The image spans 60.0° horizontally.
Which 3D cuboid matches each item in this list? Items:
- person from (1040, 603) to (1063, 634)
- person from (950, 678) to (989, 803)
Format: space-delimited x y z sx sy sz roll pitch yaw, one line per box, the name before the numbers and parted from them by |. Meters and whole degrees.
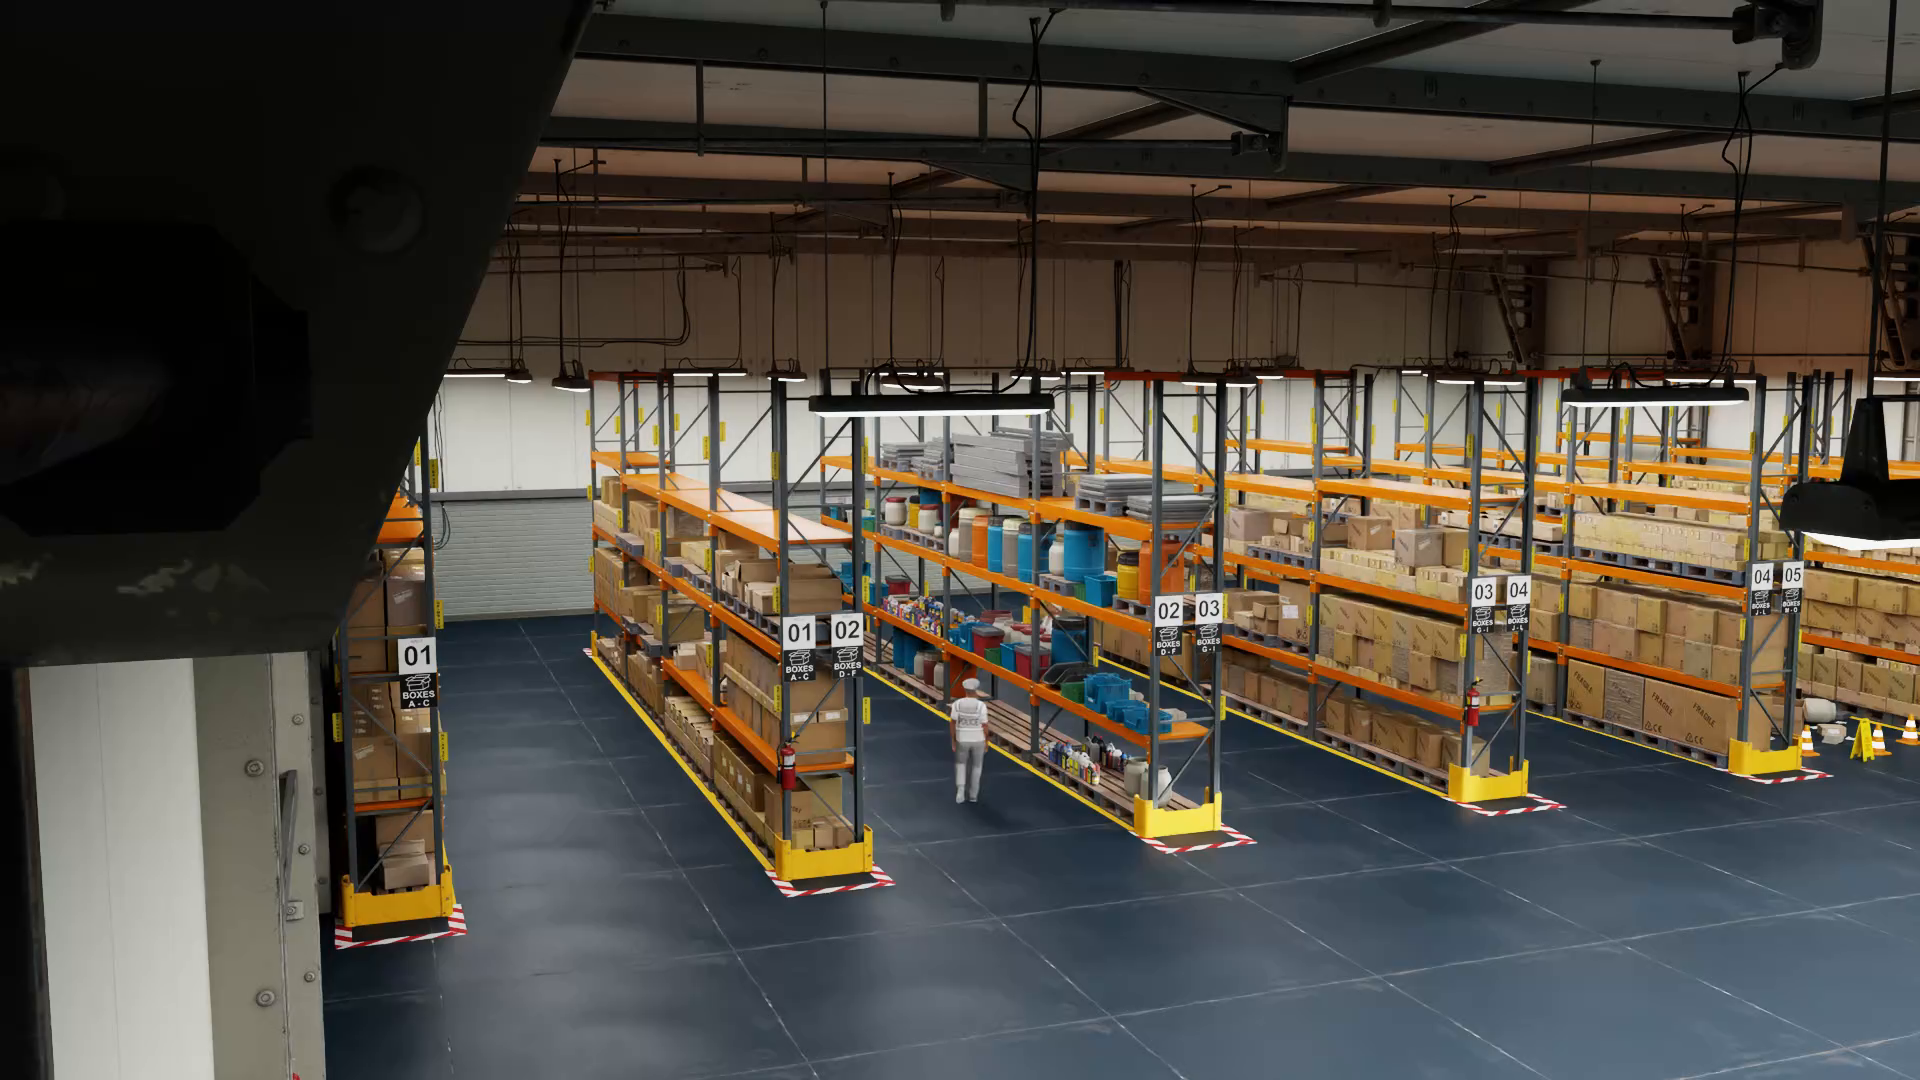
person | 1.661 2.032 30.777 0.584 1.797 0.474 4 7 29
person | 0.131 2.828 23.417 0.549 1.764 0.550 1 6 9
